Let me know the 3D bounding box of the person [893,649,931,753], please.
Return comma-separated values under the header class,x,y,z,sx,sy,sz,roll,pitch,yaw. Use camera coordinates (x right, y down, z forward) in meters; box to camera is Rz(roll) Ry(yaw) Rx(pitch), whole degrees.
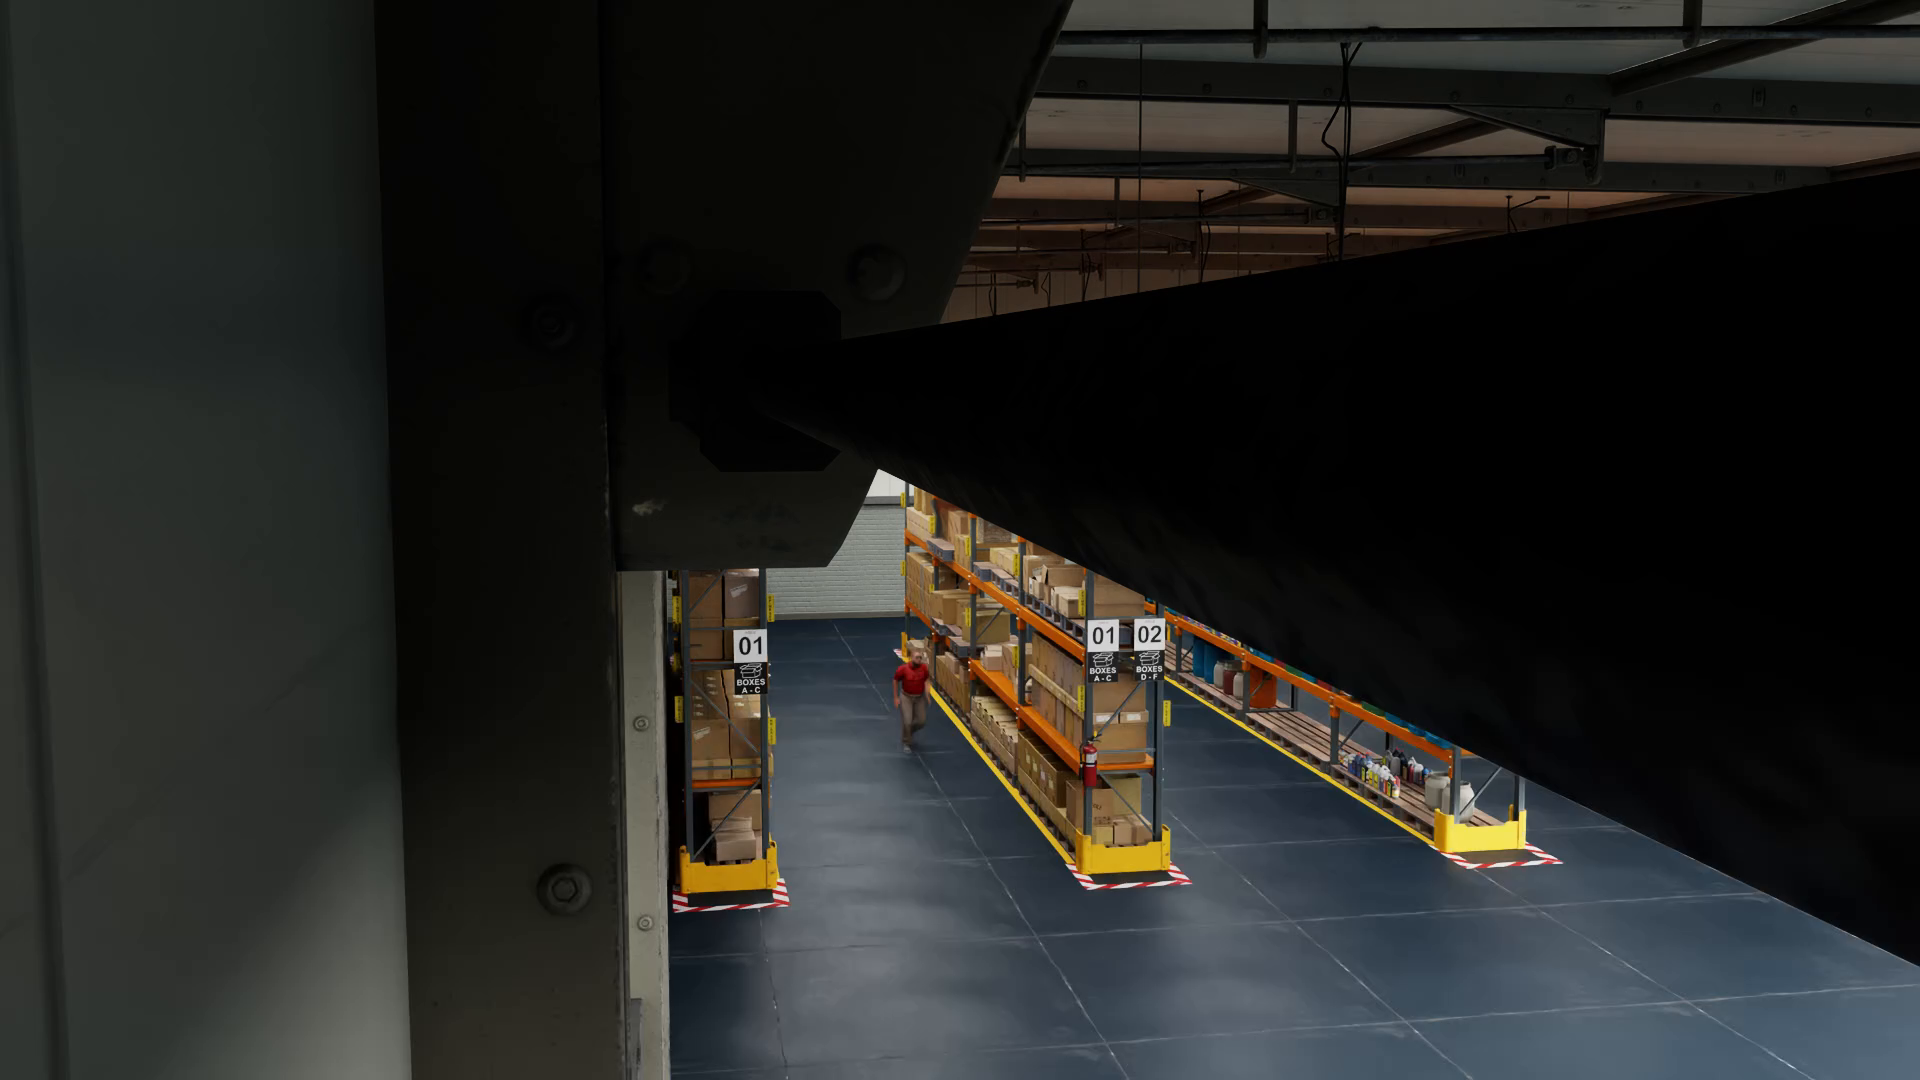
class,x,y,z,sx,sy,sz,roll,pitch,yaw
person,-0.845,2.635,27.592,0.603,1.708,0.628,-3,7,-28
